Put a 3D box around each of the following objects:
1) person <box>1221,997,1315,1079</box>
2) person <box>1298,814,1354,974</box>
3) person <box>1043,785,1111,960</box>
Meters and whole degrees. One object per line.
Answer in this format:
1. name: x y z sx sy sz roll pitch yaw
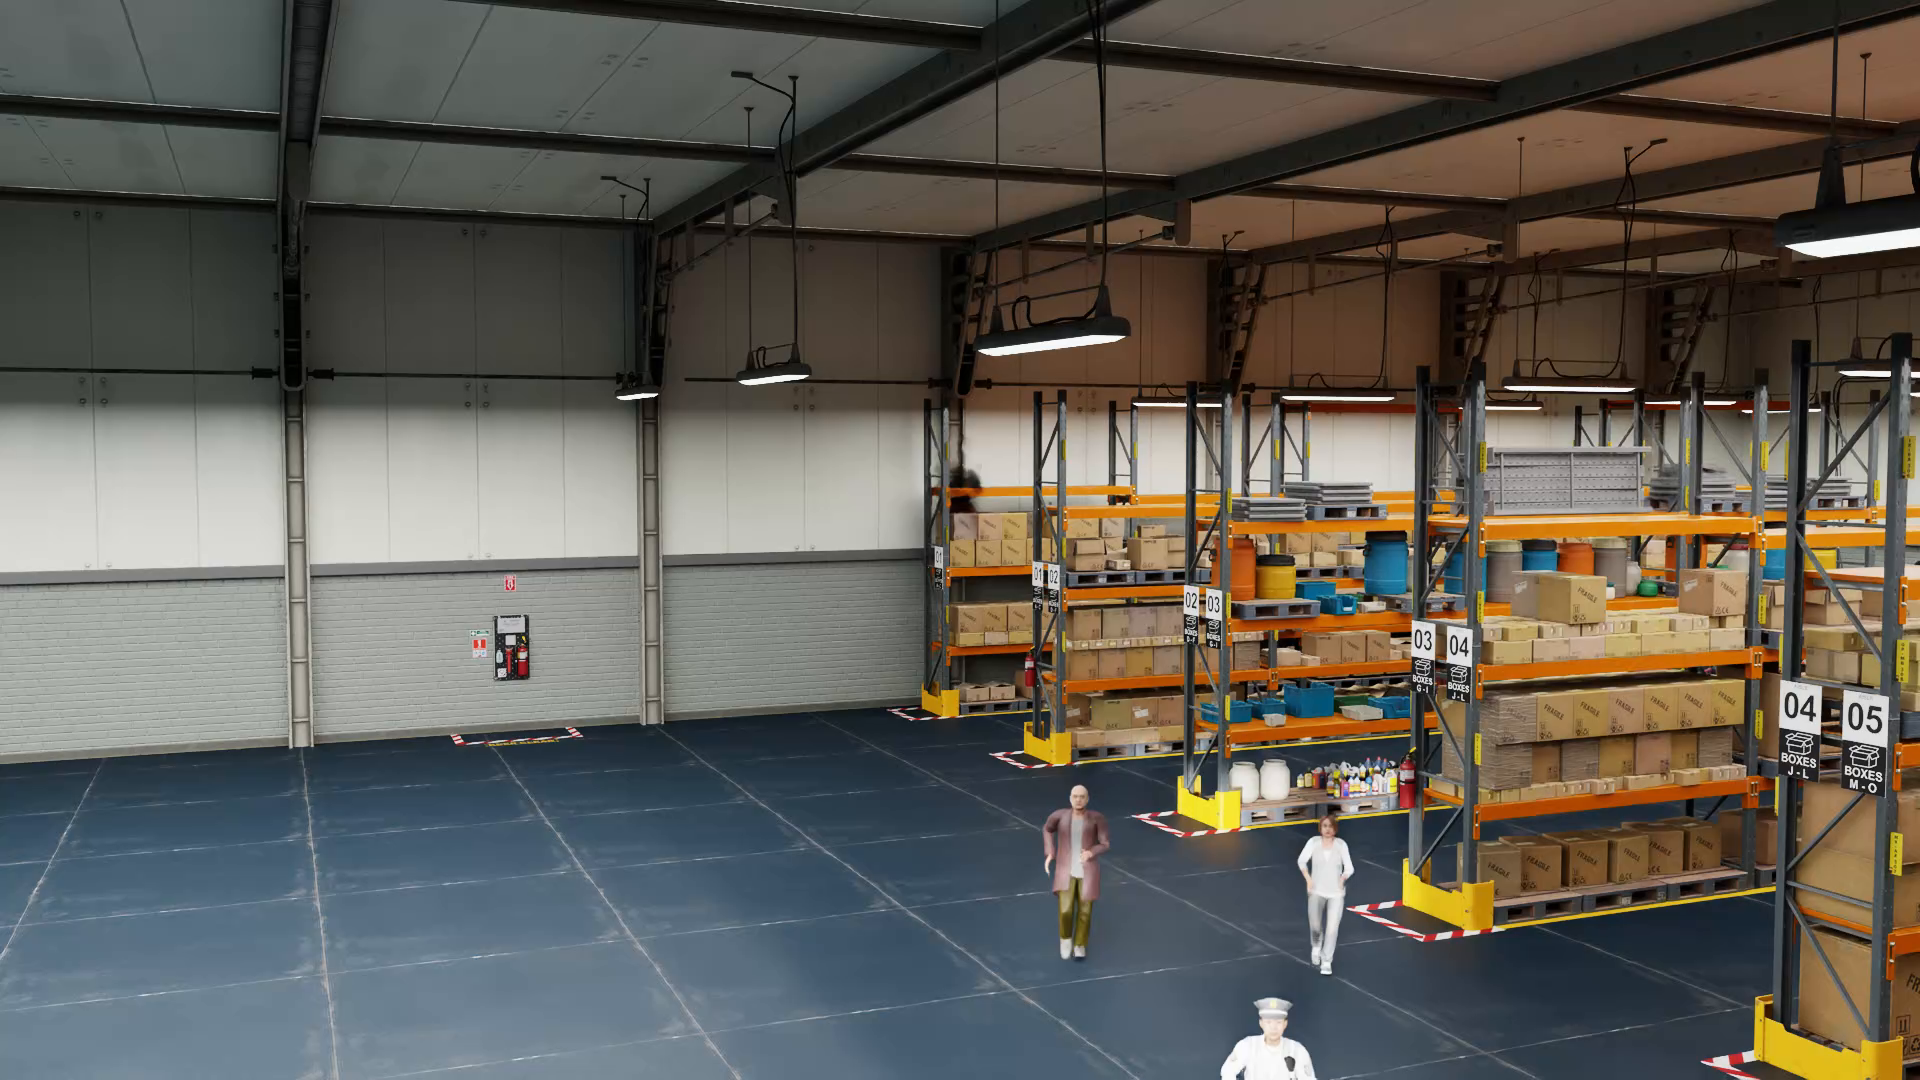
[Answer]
1. person: 1.965 3.715 10.537 0.608 1.656 0.540 0 3 8
2. person: 3.535 3.433 16.076 0.532 1.554 0.542 1 3 11
3. person: 1.152 3.307 16.478 0.685 1.747 0.709 0 3 5
